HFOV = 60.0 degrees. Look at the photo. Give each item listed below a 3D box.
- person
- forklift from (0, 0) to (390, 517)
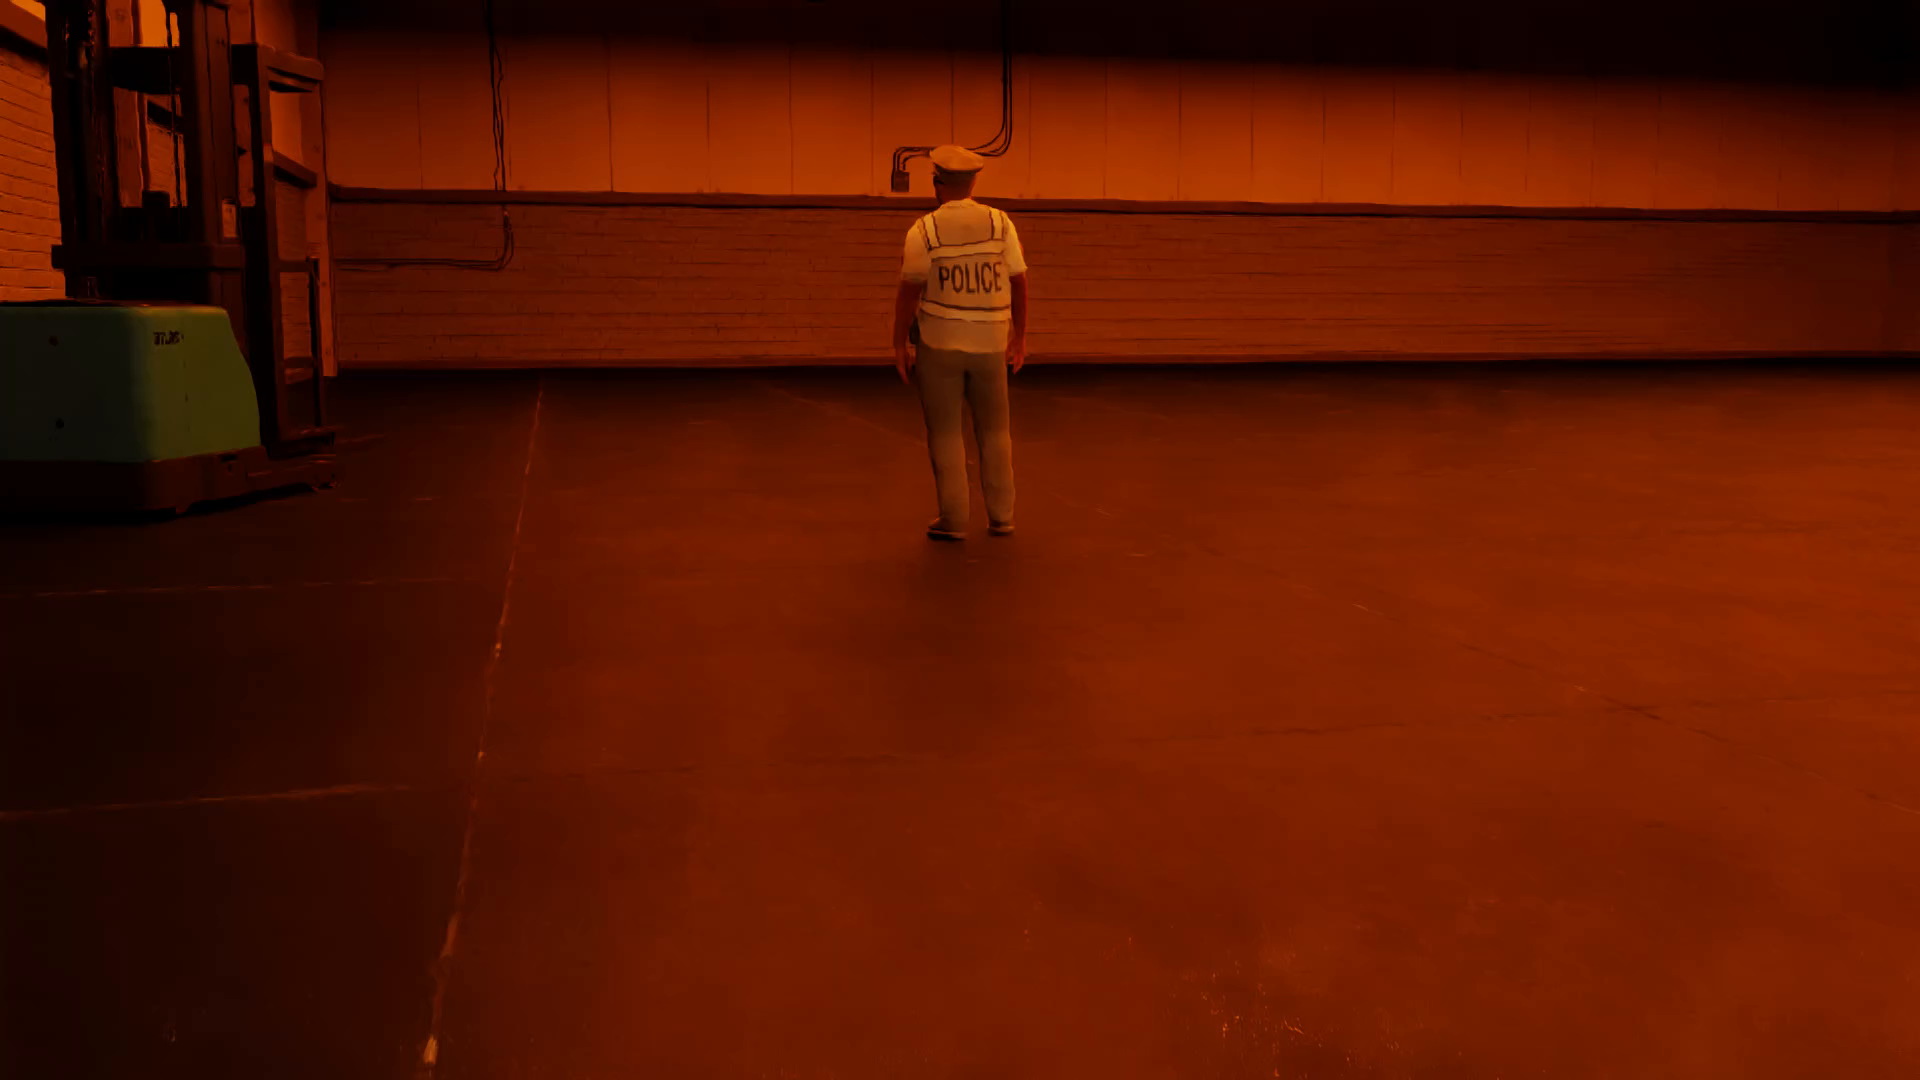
[{"bbox_3d":[-0.007,-0.901,7.660,0.640,1.781,0.574,-2,8,-13],"label":"person"},{"bbox_3d":[-4.335,-1.741,9.568,1.130,2.935,3.031,1,8,6],"label":"forklift"}]
